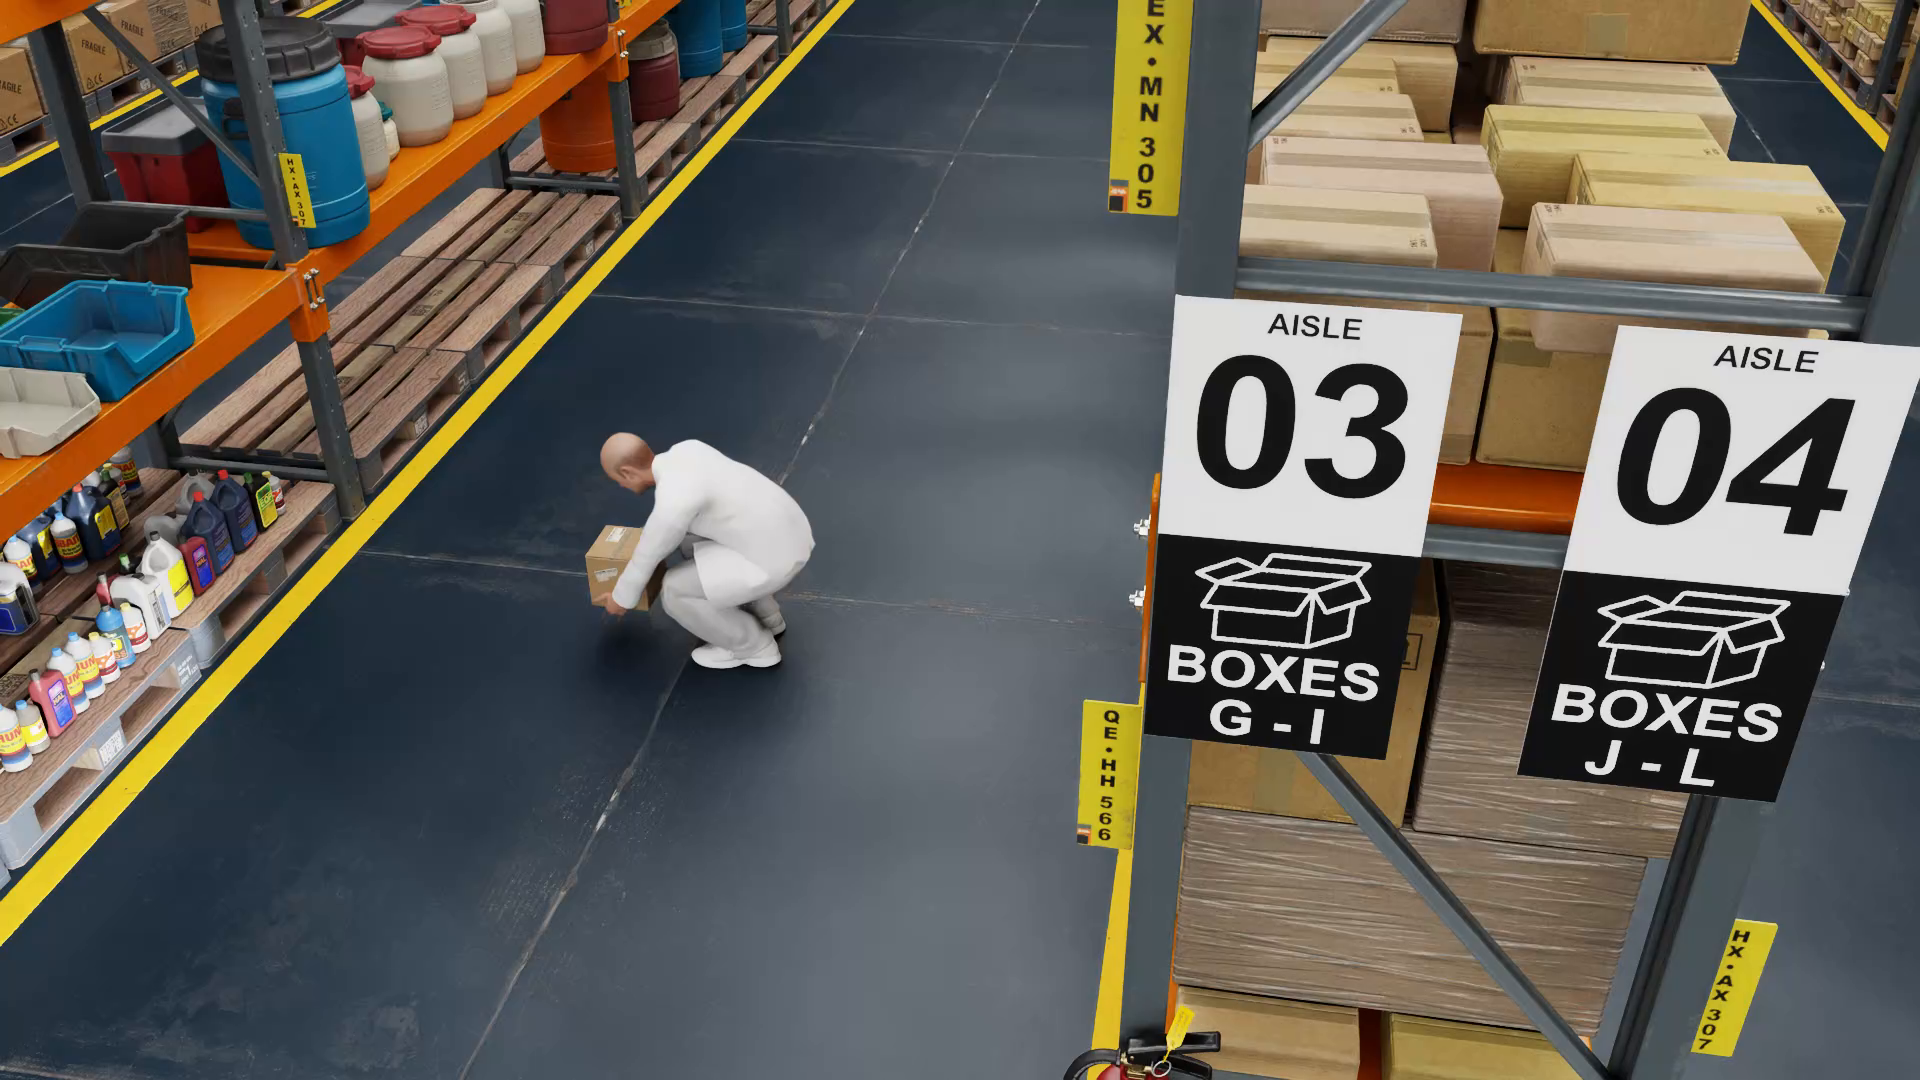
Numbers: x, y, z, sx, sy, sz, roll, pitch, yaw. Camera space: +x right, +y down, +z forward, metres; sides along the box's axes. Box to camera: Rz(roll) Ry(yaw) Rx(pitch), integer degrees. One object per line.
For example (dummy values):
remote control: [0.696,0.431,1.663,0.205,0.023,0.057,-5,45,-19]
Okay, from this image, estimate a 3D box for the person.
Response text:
person: [-1.057,0.035,6.895,0.930,0.933,0.579,4,32,7]
